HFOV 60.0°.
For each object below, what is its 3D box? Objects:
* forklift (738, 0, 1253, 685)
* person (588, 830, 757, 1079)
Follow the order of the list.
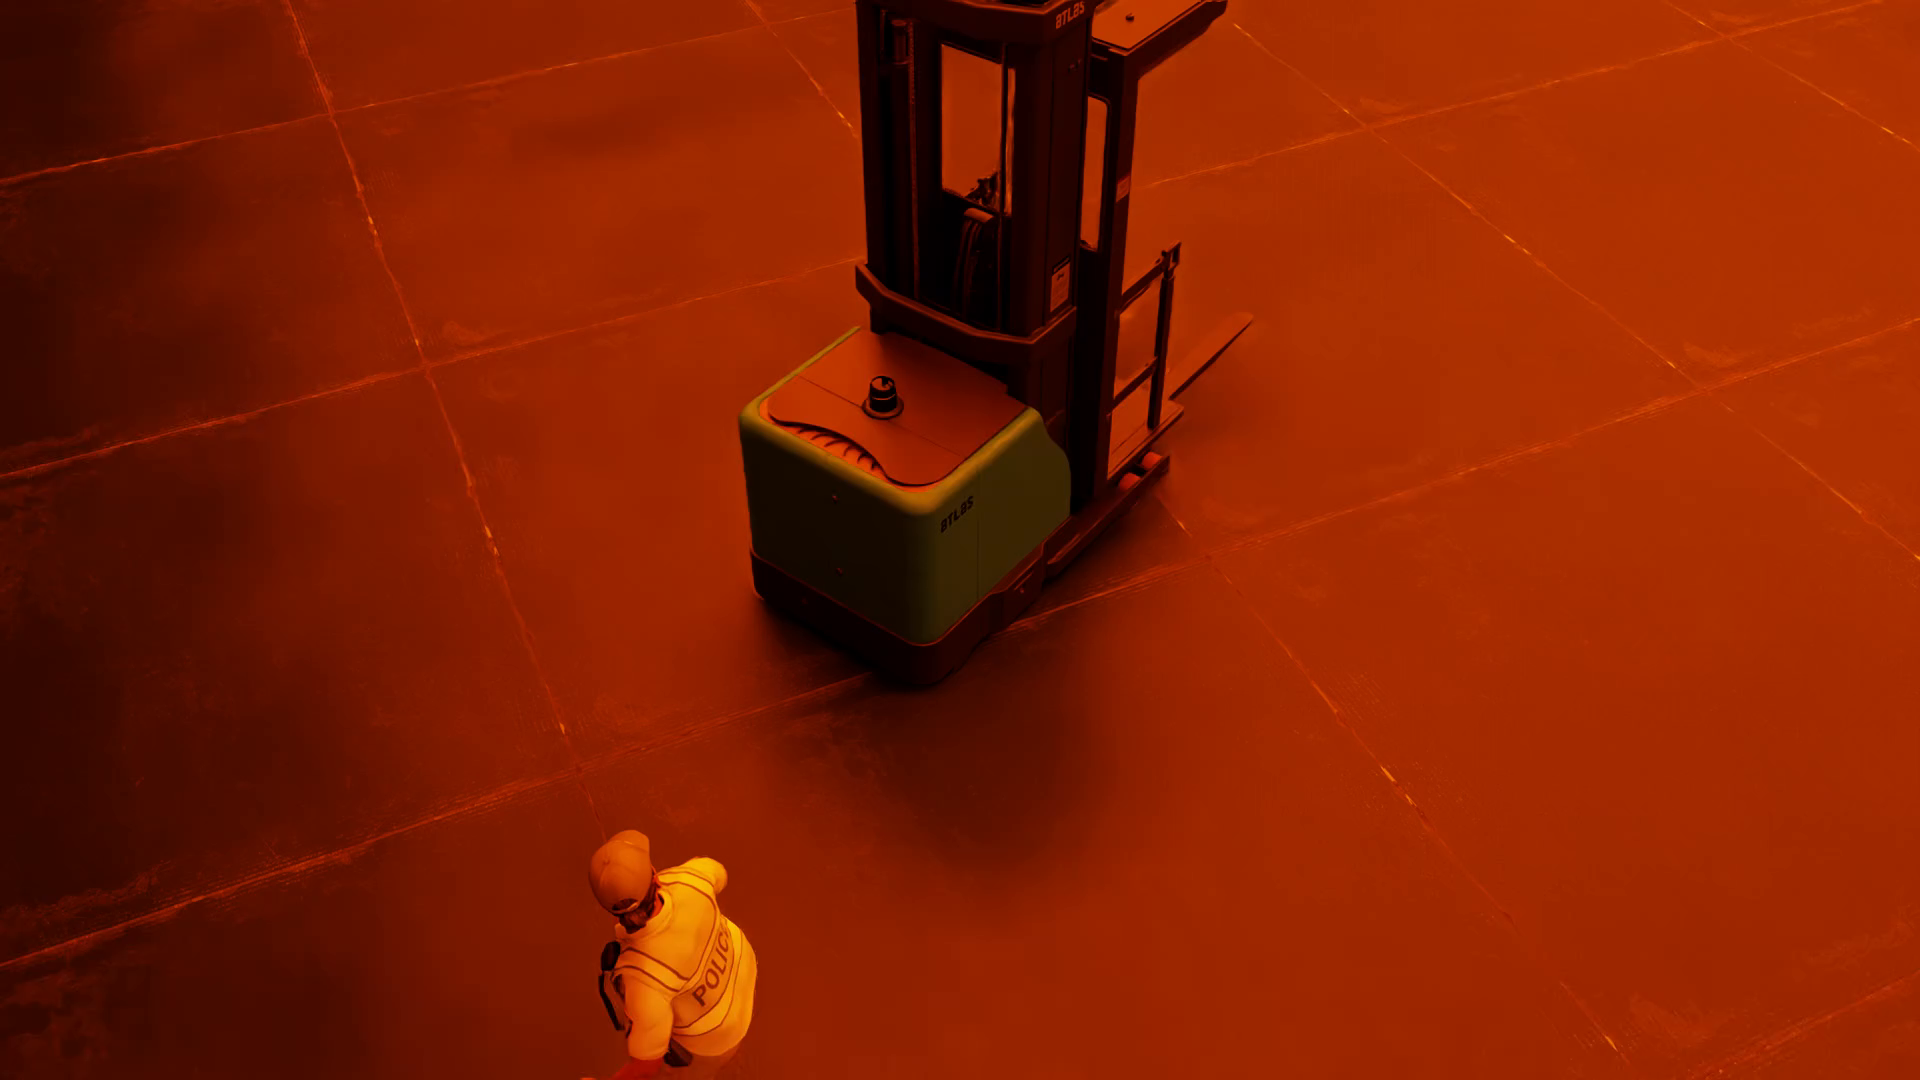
[{"bbox_3d":[0.363,-1.413,7.194,1.130,2.935,3.031,28,50,26],"label":"forklift"},{"bbox_3d":[-0.894,1.456,5.095,0.521,1.623,0.691,2,43,3],"label":"person"}]
